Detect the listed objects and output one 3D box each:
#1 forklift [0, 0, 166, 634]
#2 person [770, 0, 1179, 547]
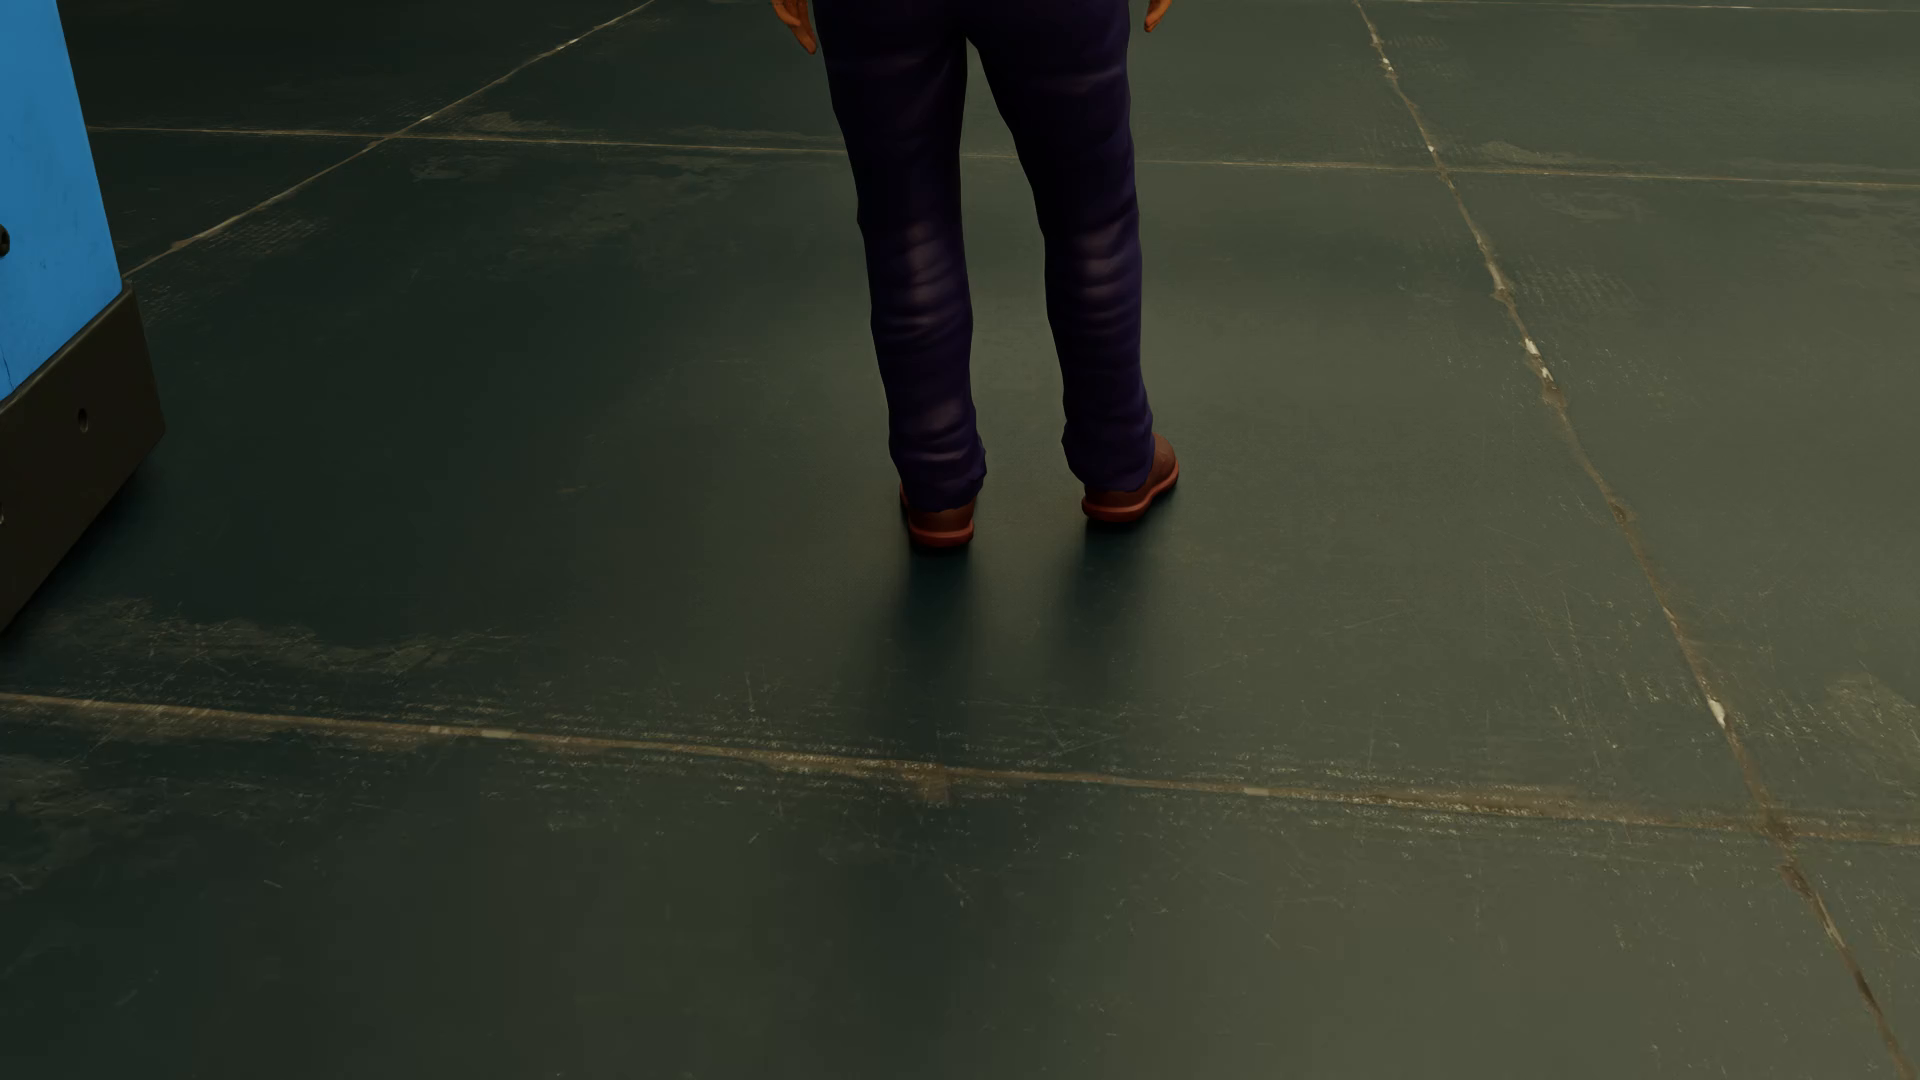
[{"bbox_3d":[-2.741,-1.155,1.531,3.031,2.935,1.130,-3,27,-6],"label":"forklift"},{"bbox_3d":[0.034,-0.782,2.205,0.599,1.650,0.503,3,27,7],"label":"person"}]
